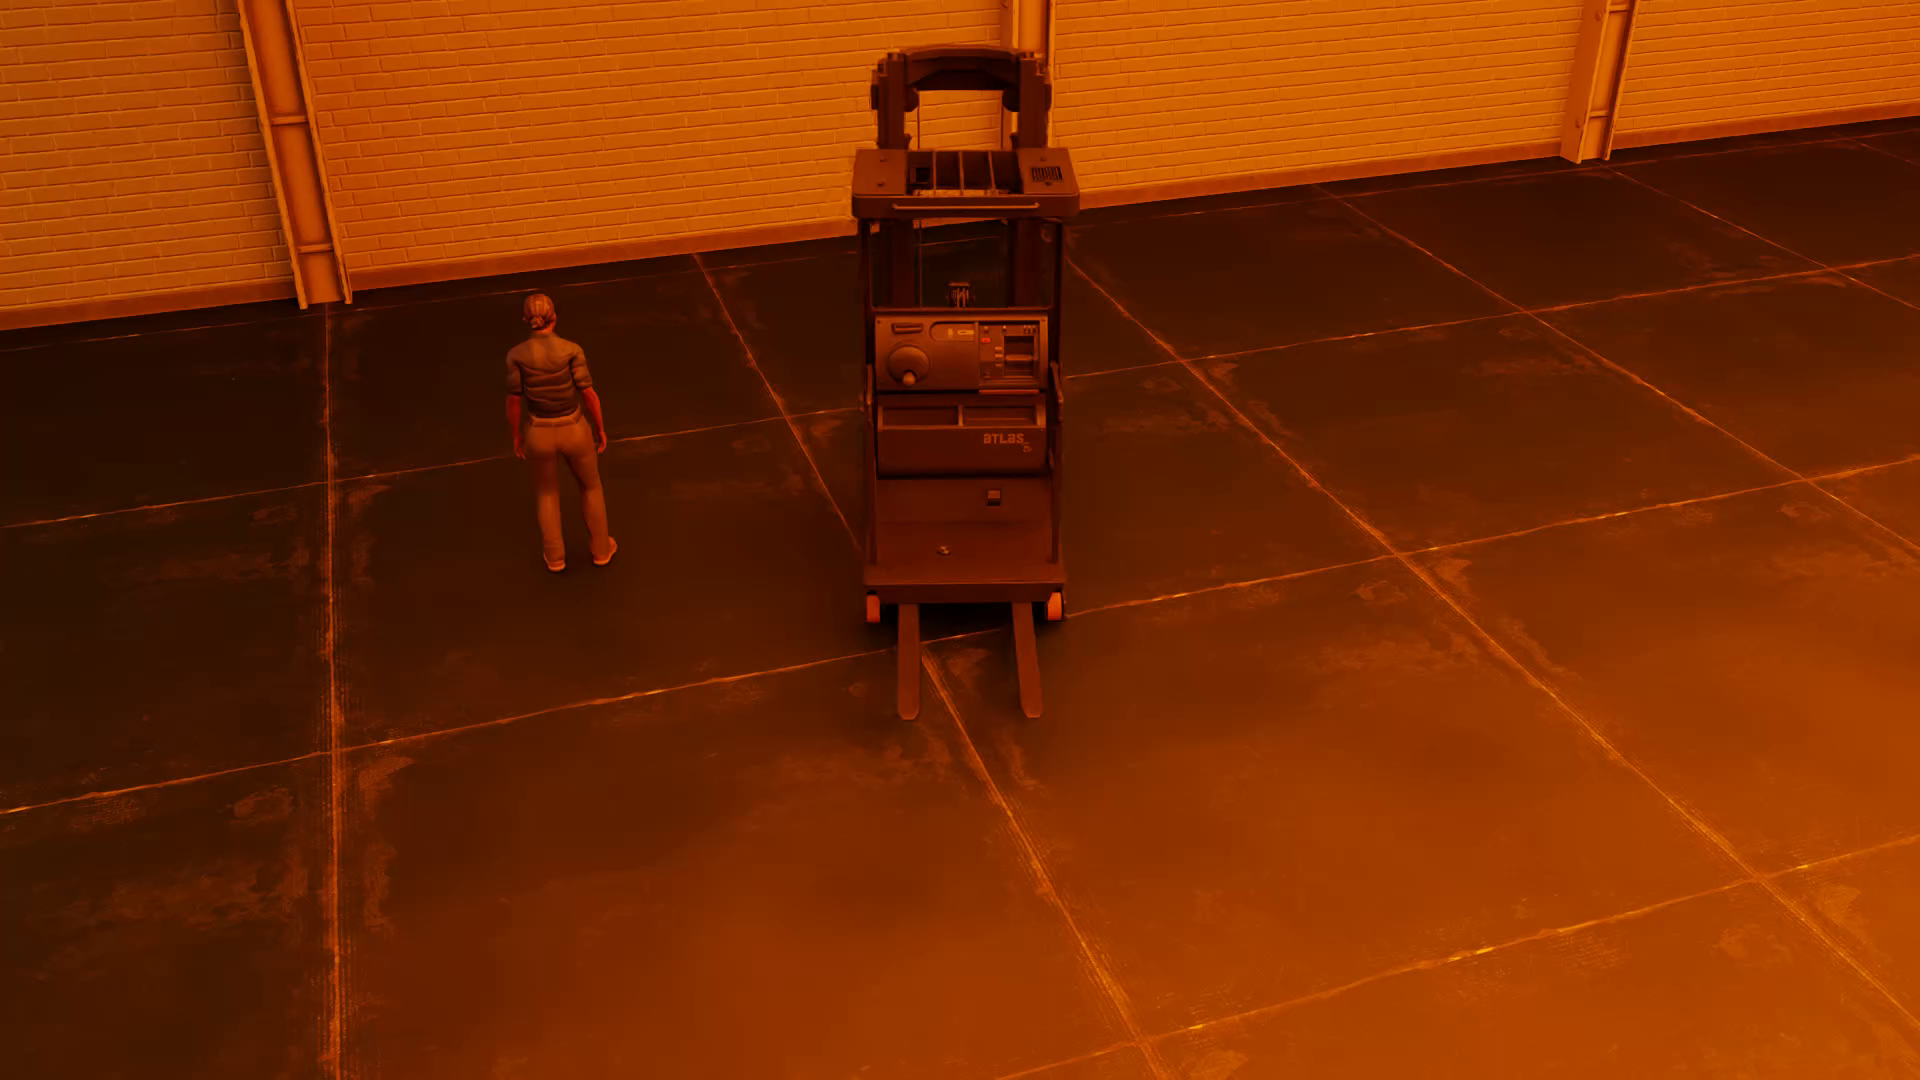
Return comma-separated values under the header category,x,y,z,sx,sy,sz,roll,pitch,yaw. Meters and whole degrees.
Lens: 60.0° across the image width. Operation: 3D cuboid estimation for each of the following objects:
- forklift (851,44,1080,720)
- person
category,x,y,z,sx,sy,sz,roll,pitch,yaw
forklift,0.016,-0.966,8.766,1.130,2.935,3.031,-1,30,-1
person,-2.272,-0.598,9.411,0.522,1.653,0.363,-4,30,-7
